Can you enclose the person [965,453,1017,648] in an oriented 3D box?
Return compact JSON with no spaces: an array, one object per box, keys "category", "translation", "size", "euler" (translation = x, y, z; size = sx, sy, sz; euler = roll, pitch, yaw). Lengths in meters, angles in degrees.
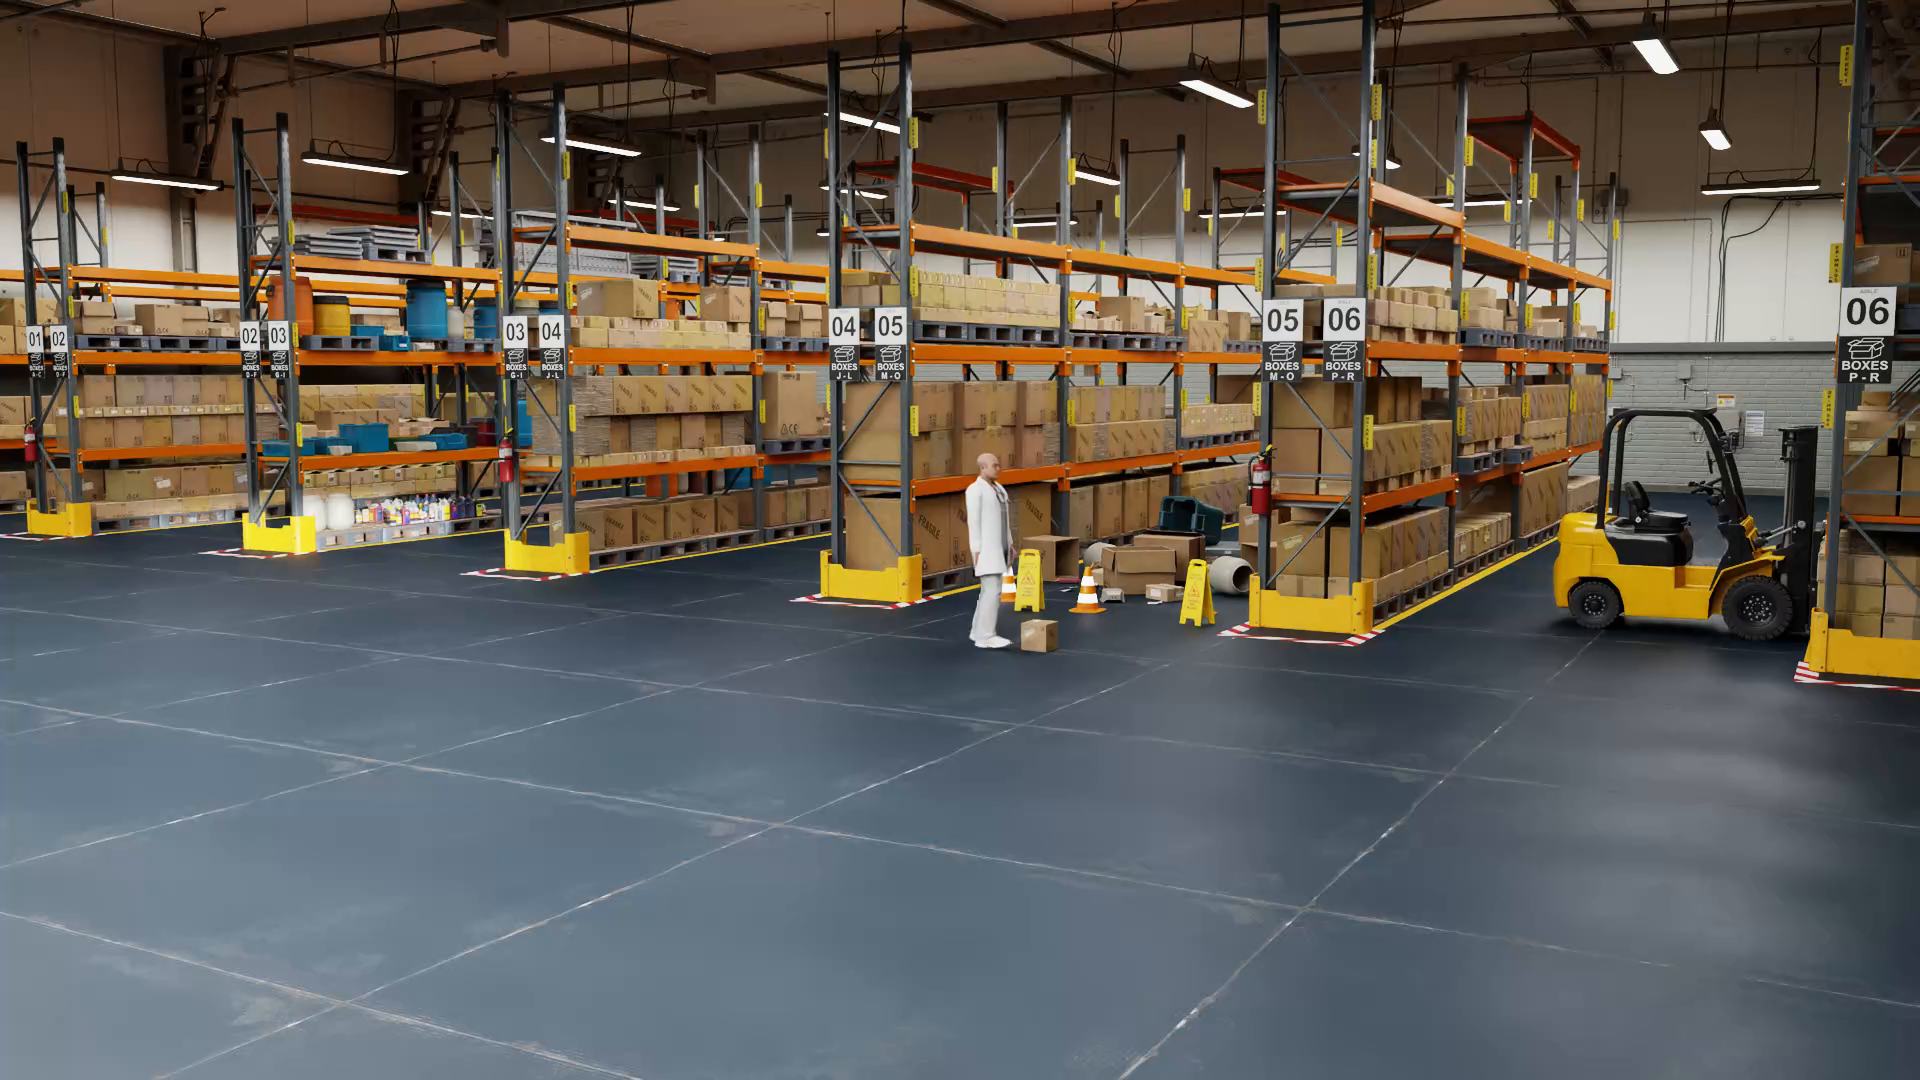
[{"category":"person","translation":[0.296,0.113,15.241],"size":[0.562,1.817,0.566],"euler":[3,7,30]}]
